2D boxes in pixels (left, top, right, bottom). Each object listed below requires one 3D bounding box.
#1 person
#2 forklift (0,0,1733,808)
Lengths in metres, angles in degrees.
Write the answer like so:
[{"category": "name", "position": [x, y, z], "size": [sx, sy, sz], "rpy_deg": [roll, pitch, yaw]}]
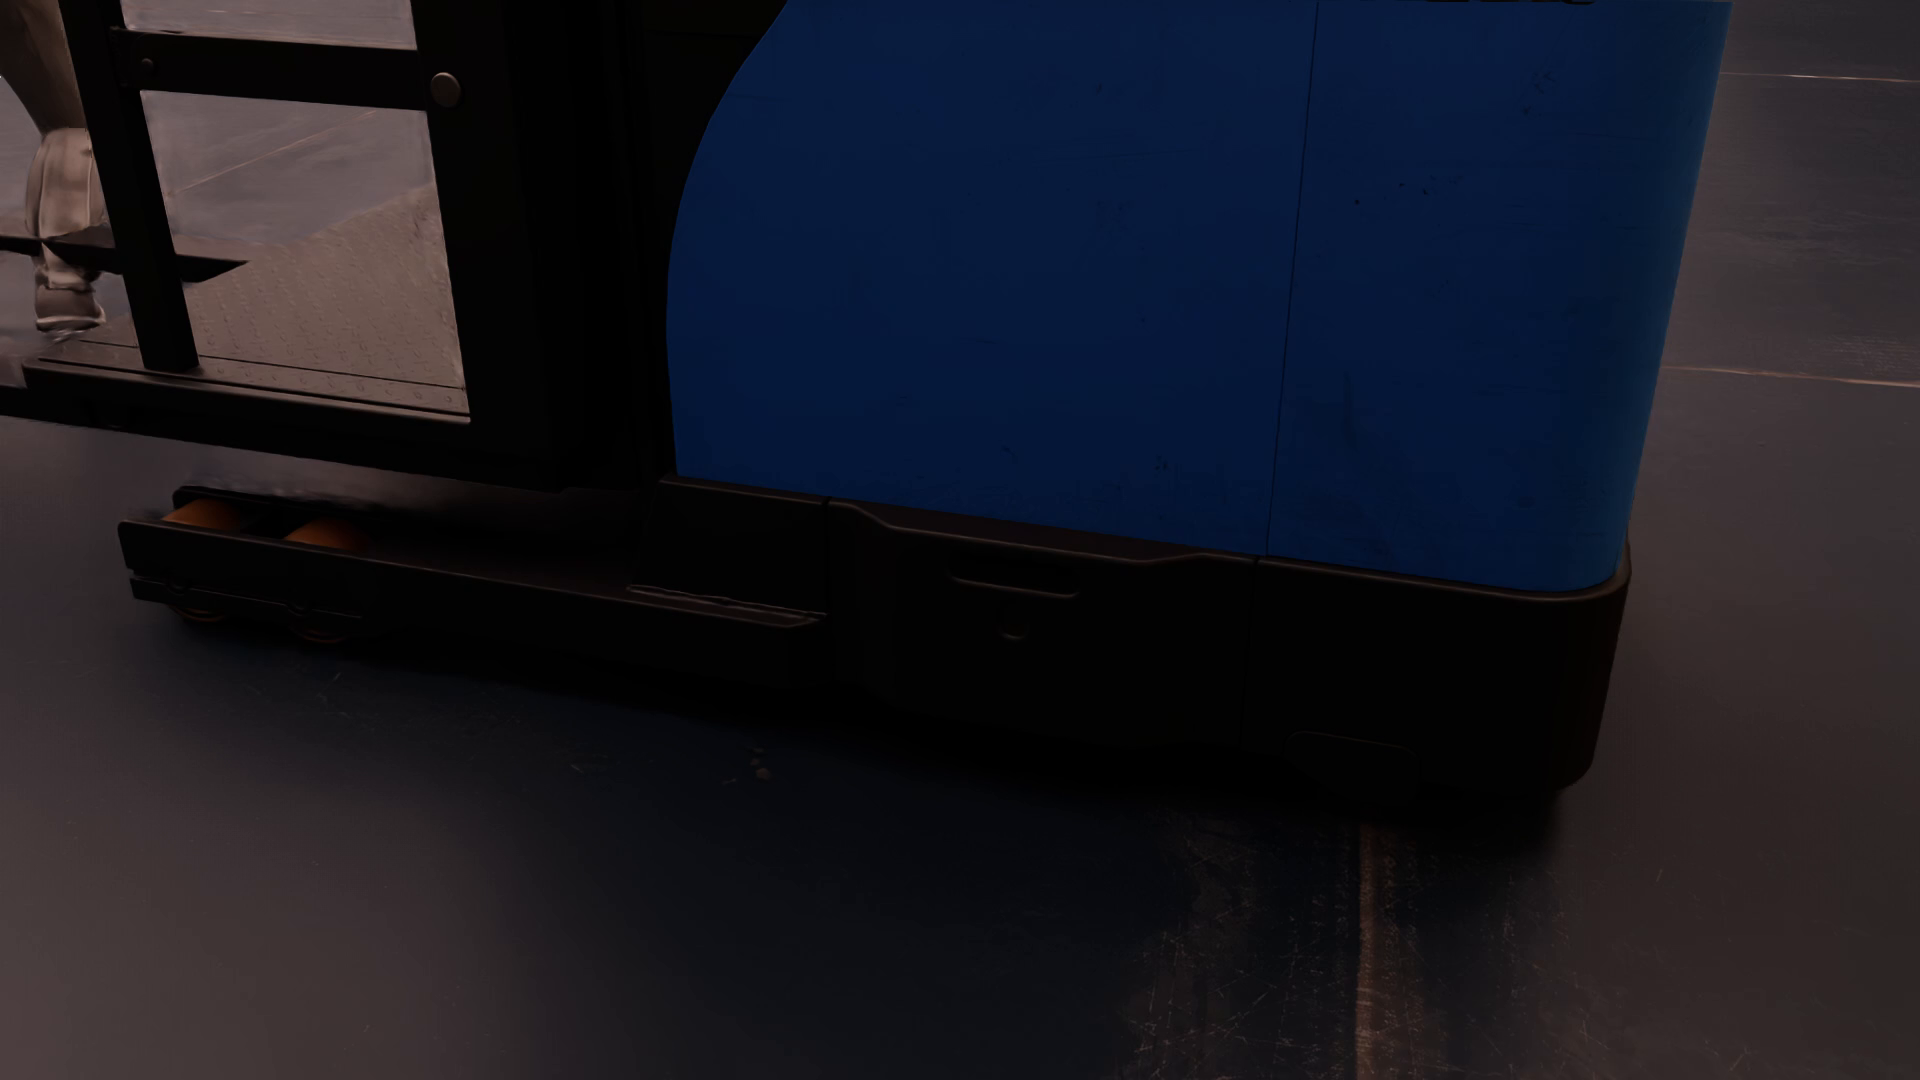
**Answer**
[{"category": "person", "position": [-1.771, -1.059, 2.824], "size": [0.890, 1.552, 0.728], "rpy_deg": [-17, 32, -31]}, {"category": "forklift", "position": [-0.613, -1.386, 1.993], "size": [3.031, 2.935, 1.130], "rpy_deg": [8, 28, 15]}]
